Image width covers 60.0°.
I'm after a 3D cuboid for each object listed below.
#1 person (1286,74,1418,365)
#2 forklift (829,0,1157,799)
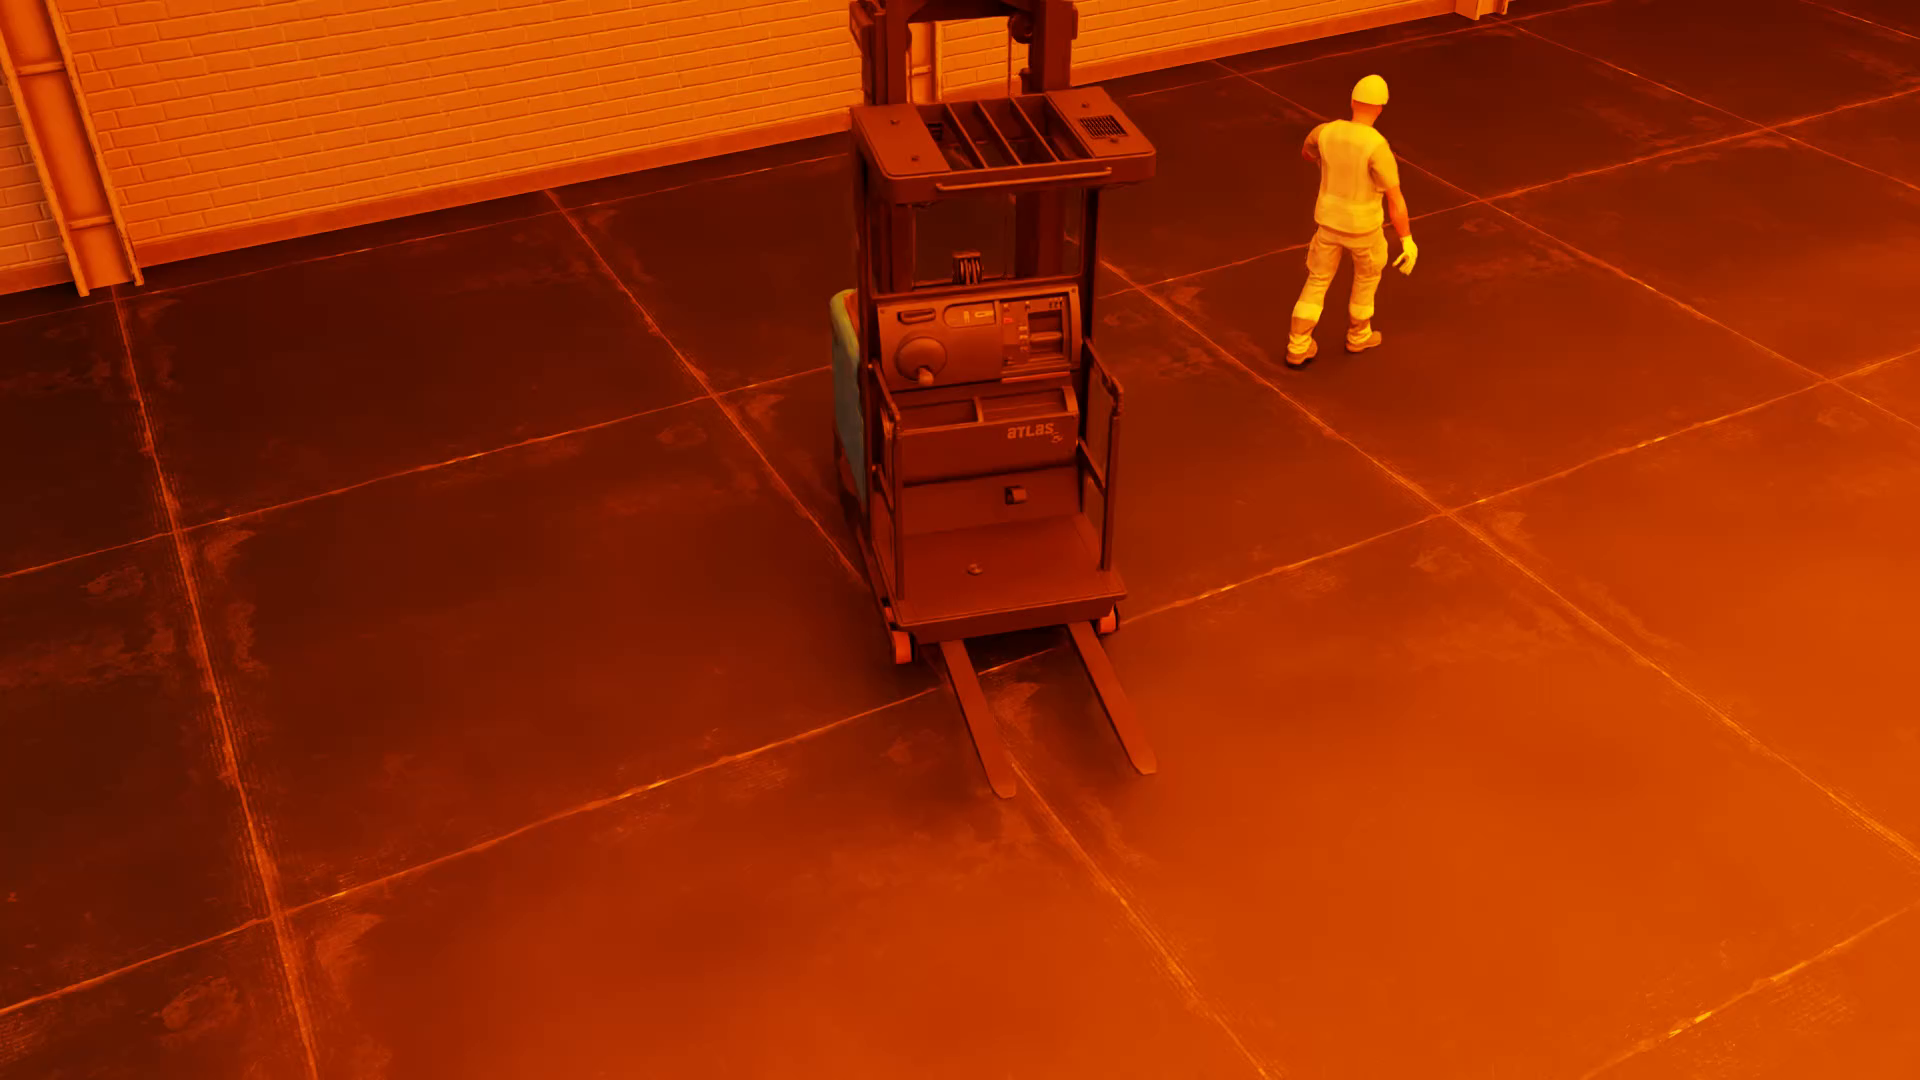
[{"bbox_3d":[2.343,-1.874,9.800,0.996,1.762,0.762,27,44,33],"label":"person"},{"bbox_3d":[0.143,-0.854,7.332,1.130,2.935,3.031,-8,36,-11],"label":"forklift"}]
